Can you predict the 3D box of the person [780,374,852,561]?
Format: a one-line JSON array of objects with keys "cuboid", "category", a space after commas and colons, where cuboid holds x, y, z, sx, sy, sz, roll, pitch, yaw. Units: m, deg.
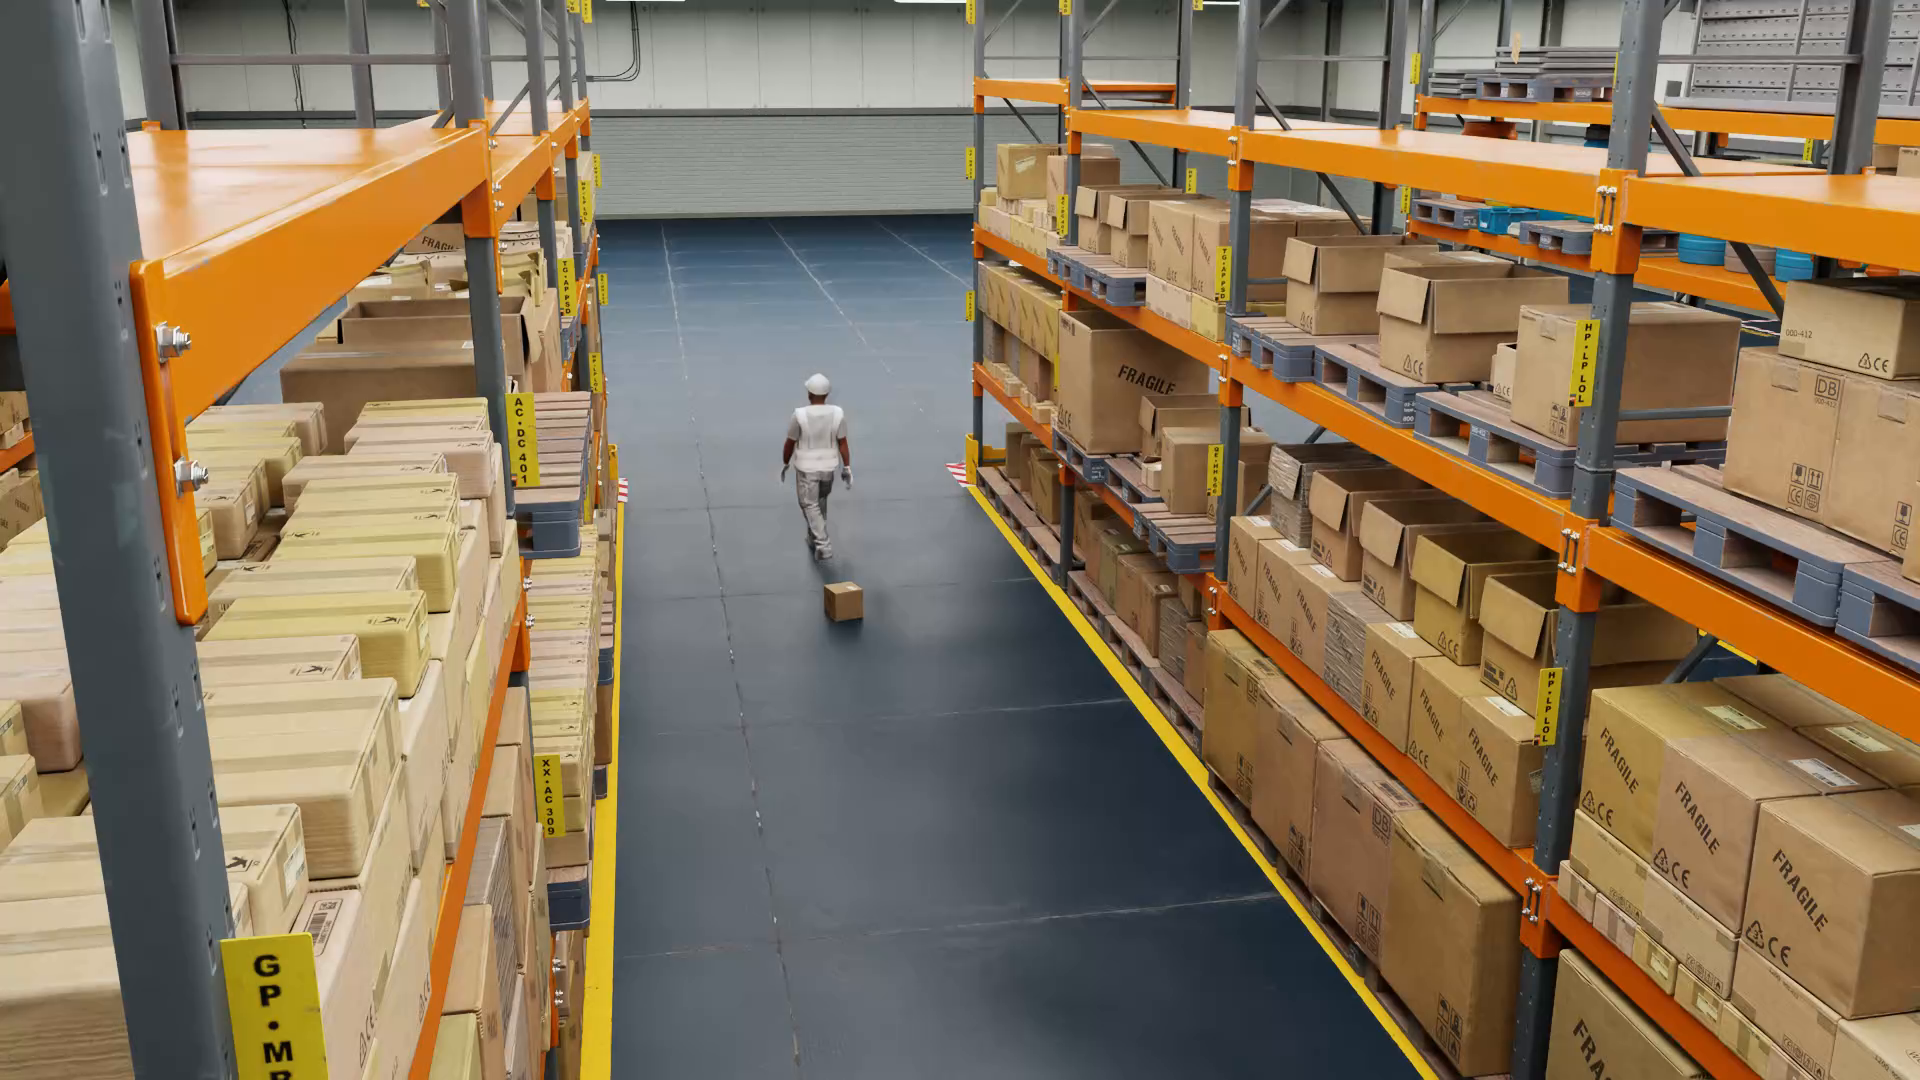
[{"cuboid": [-1.336, -0.680, 15.367, 0.593, 1.738, 1.072, -8, 18, -26], "category": "person"}]
